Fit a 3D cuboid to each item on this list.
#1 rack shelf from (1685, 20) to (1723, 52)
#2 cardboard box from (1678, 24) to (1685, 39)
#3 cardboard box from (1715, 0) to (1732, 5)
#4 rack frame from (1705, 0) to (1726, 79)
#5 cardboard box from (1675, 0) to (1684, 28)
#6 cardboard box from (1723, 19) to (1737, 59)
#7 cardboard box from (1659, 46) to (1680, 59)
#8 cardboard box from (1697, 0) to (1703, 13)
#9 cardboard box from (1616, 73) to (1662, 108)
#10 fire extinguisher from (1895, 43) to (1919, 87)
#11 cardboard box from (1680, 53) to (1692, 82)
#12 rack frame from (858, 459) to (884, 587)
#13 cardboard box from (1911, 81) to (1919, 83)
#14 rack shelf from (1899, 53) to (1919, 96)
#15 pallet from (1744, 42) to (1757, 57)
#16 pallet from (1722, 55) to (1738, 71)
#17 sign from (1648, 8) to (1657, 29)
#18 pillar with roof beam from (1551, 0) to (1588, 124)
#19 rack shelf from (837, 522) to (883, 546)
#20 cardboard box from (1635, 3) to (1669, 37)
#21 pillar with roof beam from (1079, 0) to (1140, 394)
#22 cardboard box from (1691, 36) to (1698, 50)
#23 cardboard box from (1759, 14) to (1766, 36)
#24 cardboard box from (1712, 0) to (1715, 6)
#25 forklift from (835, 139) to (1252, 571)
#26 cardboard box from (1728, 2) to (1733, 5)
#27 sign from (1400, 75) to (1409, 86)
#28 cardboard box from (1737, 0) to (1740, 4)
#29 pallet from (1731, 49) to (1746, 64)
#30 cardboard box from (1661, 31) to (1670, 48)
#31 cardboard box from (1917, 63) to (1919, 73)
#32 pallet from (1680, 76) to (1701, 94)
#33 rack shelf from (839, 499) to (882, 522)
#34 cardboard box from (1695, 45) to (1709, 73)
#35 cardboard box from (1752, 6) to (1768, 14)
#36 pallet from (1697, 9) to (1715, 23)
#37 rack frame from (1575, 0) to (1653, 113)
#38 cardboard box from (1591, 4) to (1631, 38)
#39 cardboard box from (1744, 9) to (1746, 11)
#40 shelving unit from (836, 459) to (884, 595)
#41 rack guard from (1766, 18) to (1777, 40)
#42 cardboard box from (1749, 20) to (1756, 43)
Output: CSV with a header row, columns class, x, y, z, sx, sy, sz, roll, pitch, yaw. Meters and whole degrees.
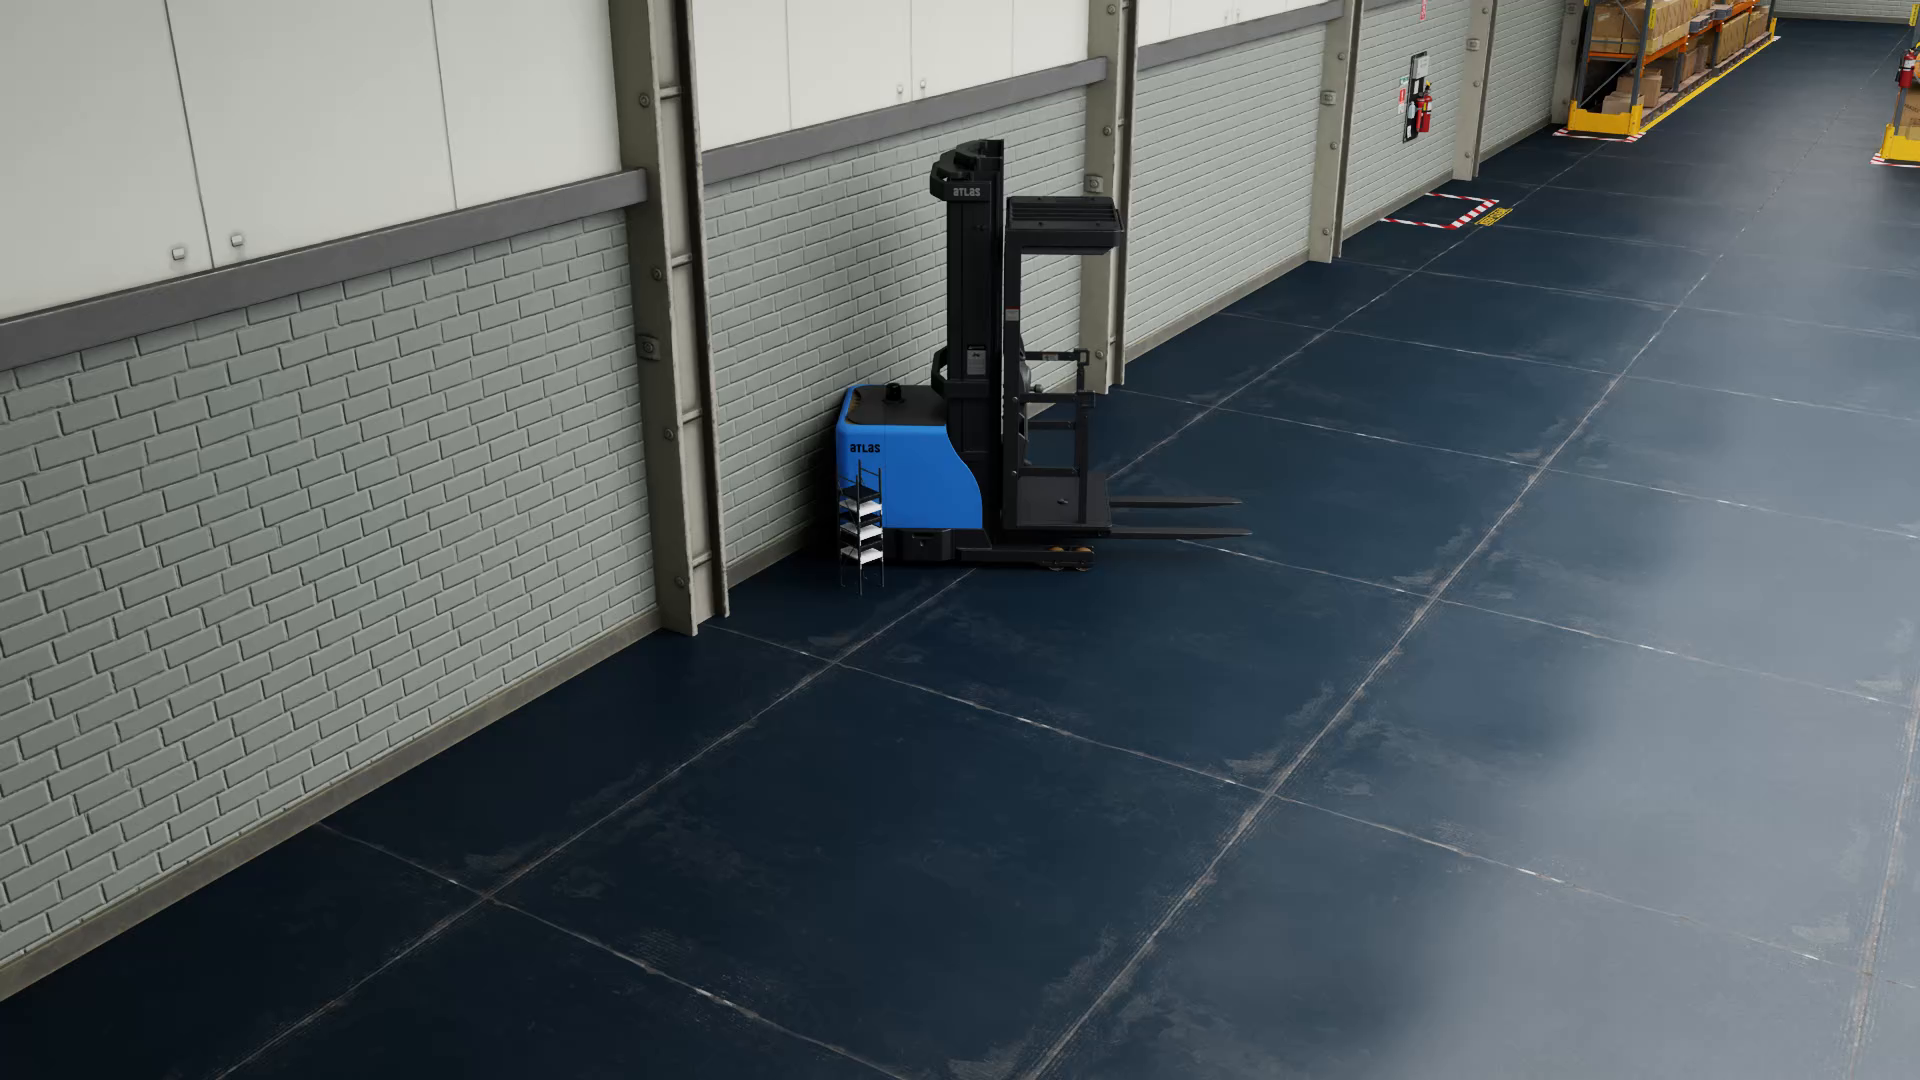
class,x,y,z,sx,sy,sz,roll,pitch,yaw
rack shelf,14.379,-10.209,33.298,1.077,0.370,4.000,14,27,29
cardboard box,13.062,-9.415,30.721,0.500,0.250,0.500,14,27,29
cardboard box,15.908,-11.516,34.886,0.500,0.500,0.500,15,27,30
rack frame,15.434,-11.214,34.714,1.000,3.000,0.127,14,27,29
cardboard box,12.805,-9.587,30.175,0.500,0.500,0.500,13,27,27
cardboard box,16.401,-10.935,36.248,0.750,0.750,0.750,14,27,29
cardboard box,13.928,-9.664,32.783,0.500,0.250,0.500,13,27,28
cardboard box,14.243,-10.692,32.830,0.700,0.500,0.500,18,29,36
cardboard box,12.386,-8.213,30.375,0.700,0.500,0.500,12,26,26
fire extinguisher,14.968,-7.499,26.230,0.296,0.674,0.183,14,27,29
cardboard box,14.232,-9.520,33.392,0.700,0.500,0.500,14,27,30
rack frame,-0.627,-0.116,11.720,0.006,0.900,0.240,-20,30,-38
cardboard box,16.235,-7.505,28.134,0.500,0.500,0.500,14,27,29
rack shelf,16.480,-7.822,27.784,1.077,0.370,4.000,14,27,29
pallet,18.012,-11.525,38.942,1.003,0.211,1.213,14,27,29
pallet,16.559,-10.595,36.794,1.003,0.211,1.213,14,27,29
sign,11.675,-8.798,28.043,0.100,0.325,0.005,14,27,29
pillar with roof beam,14.506,-10.783,26.166,9.100,9.000,0.400,14,27,29
rack shelf,-0.702,-0.058,11.670,0.200,0.077,0.258,-20,30,-38
cardboard box,11.991,-9.061,28.961,0.500,0.500,0.500,14,27,29
pillar with roof beam,5.011,-4.707,12.132,9.100,9.000,0.400,14,27,29
cardboard box,14.745,-10.180,33.974,0.500,0.250,0.500,14,27,30
cardboard box,19.106,-12.534,40.380,0.700,0.500,0.500,14,27,29
cardboard box,15.195,-11.301,34.236,0.700,0.500,0.500,11,26,23
forklift,0.630,-1.337,11.984,3.031,2.935,1.130,1,23,2
cardboard box,16.157,-11.326,35.263,0.380,0.149,0.250,15,27,31
sign,5.979,-6.175,22.361,0.001,0.109,0.331,14,27,29
cardboard box,16.899,-11.865,36.509,0.380,0.149,0.250,13,27,28
pallet,17.201,-11.008,37.749,1.003,0.211,1.213,14,27,29
cardboard box,12.277,-8.902,29.536,0.500,0.250,0.500,13,27,28
cardboard box,15.682,-7.678,26.420,0.700,0.500,0.500,14,27,29
pallet,14.377,-9.261,33.713,1.003,0.211,1.213,14,27,29
rack shelf,-0.702,-0.223,11.599,0.200,0.077,0.258,-20,30,-38
cardboard box,15.099,-10.015,34.537,0.700,0.500,0.500,14,27,30
cardboard box,19.323,-12.832,40.254,0.380,0.149,0.250,15,27,30
pallet,14.425,-10.449,33.189,1.003,0.211,1.213,14,27,29
rack frame,11.214,-8.514,28.477,1.000,3.000,0.127,14,27,29
cardboard box,11.282,-9.002,28.825,0.500,0.500,0.500,14,27,28
cardboard box,18.599,-12.656,39.847,0.380,0.149,0.250,14,27,29
shelving unit,-0.702,-0.088,11.657,0.210,0.900,0.258,-20,30,-38
rack guard,19.667,-12.775,41.467,1.175,0.500,0.348,14,27,29
cardboard box,18.294,-12.010,39.170,0.700,0.500,0.500,14,27,28
